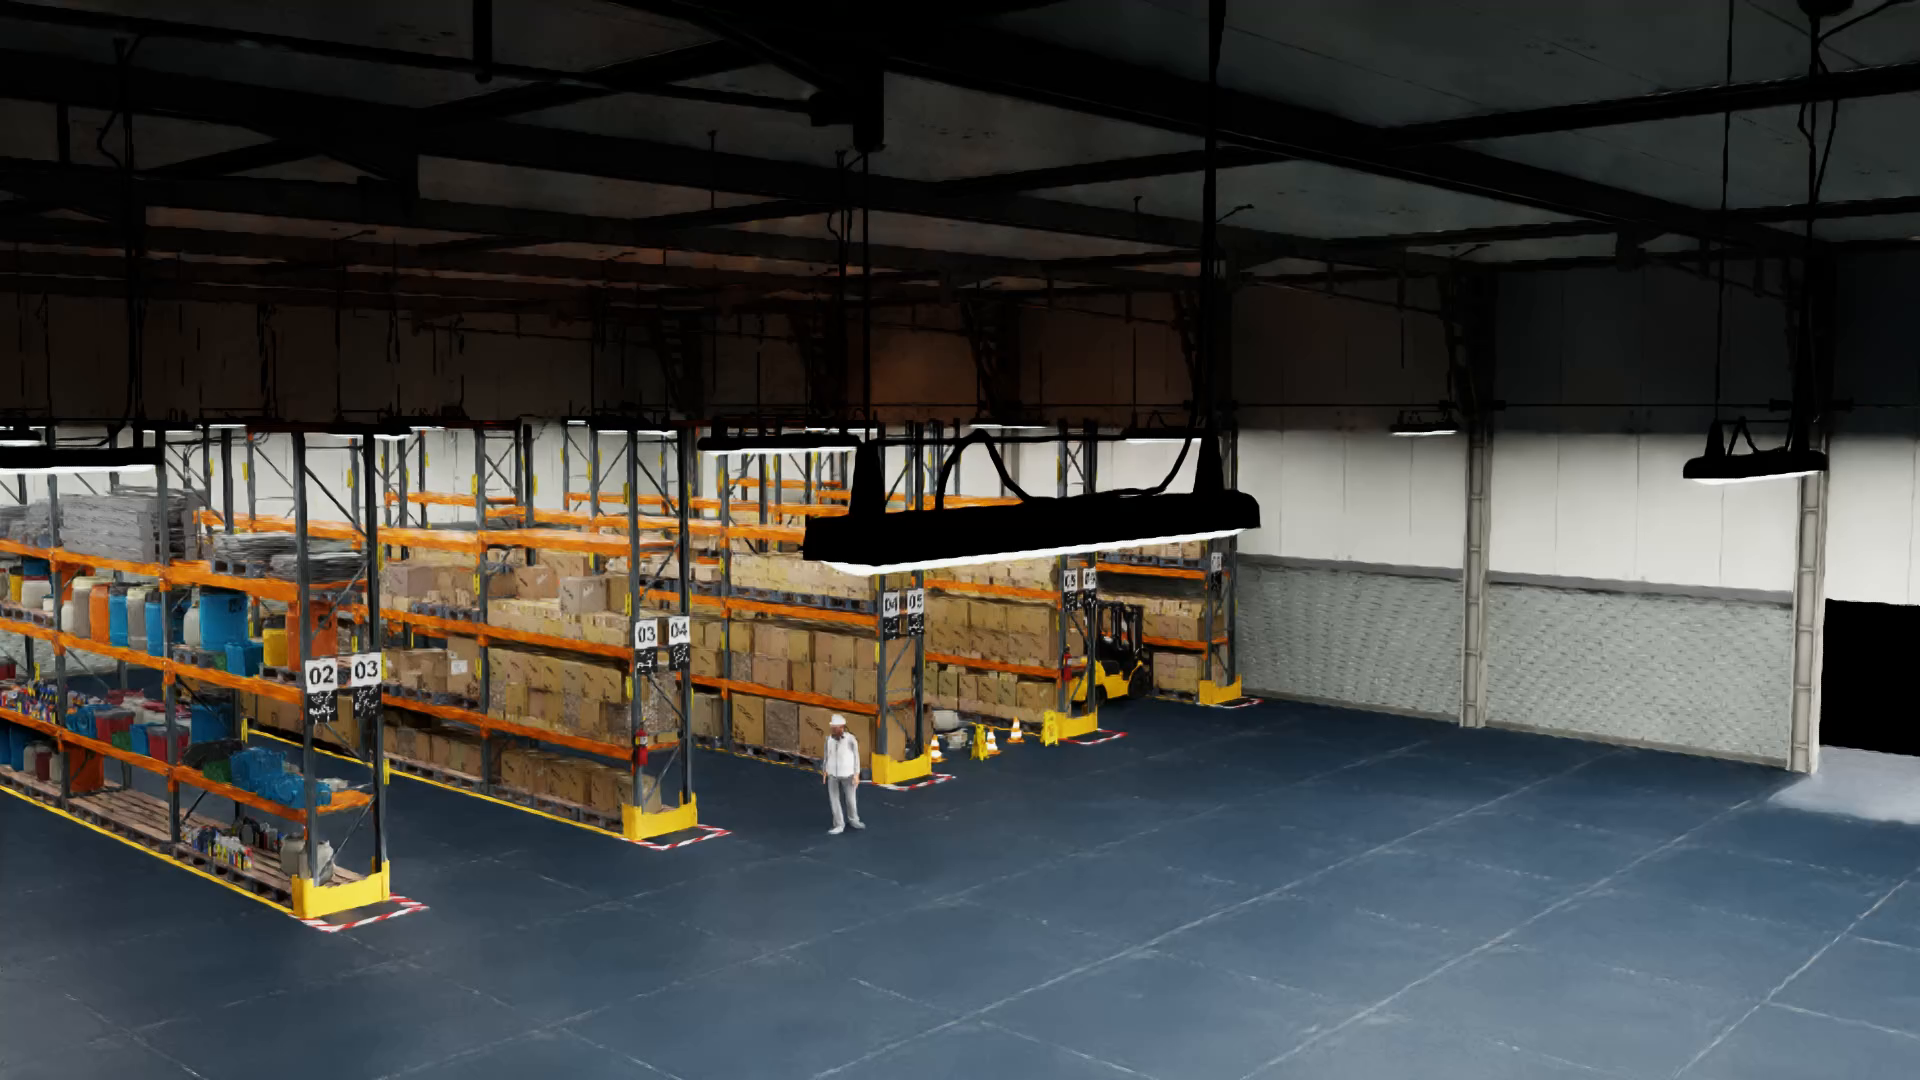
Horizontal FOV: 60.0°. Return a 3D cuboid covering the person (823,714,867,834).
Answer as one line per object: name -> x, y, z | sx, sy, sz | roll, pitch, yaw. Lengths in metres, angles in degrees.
person -> -1.730, 3.444, 24.658 | 0.629, 1.765, 0.536 | 1, 5, 16

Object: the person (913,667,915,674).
person -> -1.352, 2.349, 38.588 | 0.541, 1.642, 0.592 | -2, 5, -20
